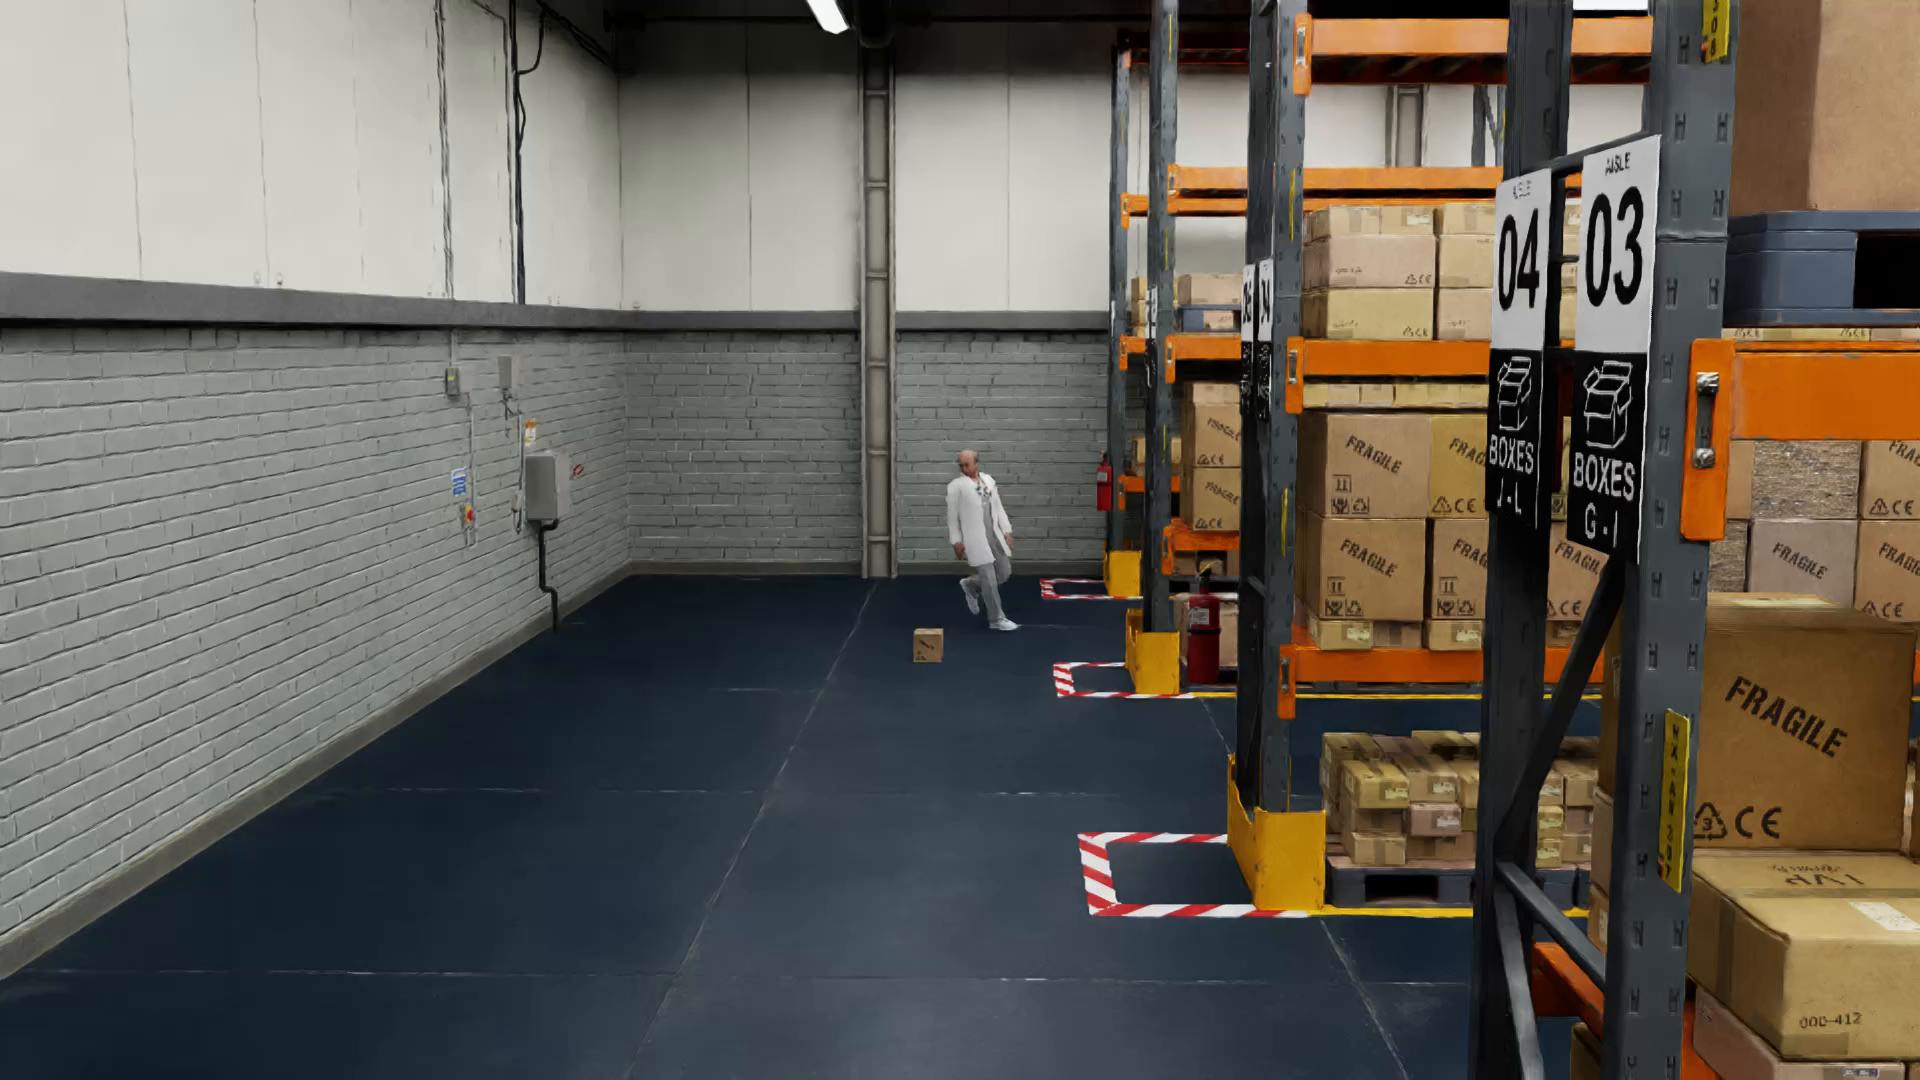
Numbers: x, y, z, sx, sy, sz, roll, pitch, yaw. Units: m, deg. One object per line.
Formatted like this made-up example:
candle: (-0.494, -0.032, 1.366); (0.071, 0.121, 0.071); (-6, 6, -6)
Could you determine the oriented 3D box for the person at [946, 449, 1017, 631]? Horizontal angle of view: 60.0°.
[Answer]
person: (0.187, -0.009, 15.995); (0.646, 1.739, 0.777); (-6, 9, -40)
